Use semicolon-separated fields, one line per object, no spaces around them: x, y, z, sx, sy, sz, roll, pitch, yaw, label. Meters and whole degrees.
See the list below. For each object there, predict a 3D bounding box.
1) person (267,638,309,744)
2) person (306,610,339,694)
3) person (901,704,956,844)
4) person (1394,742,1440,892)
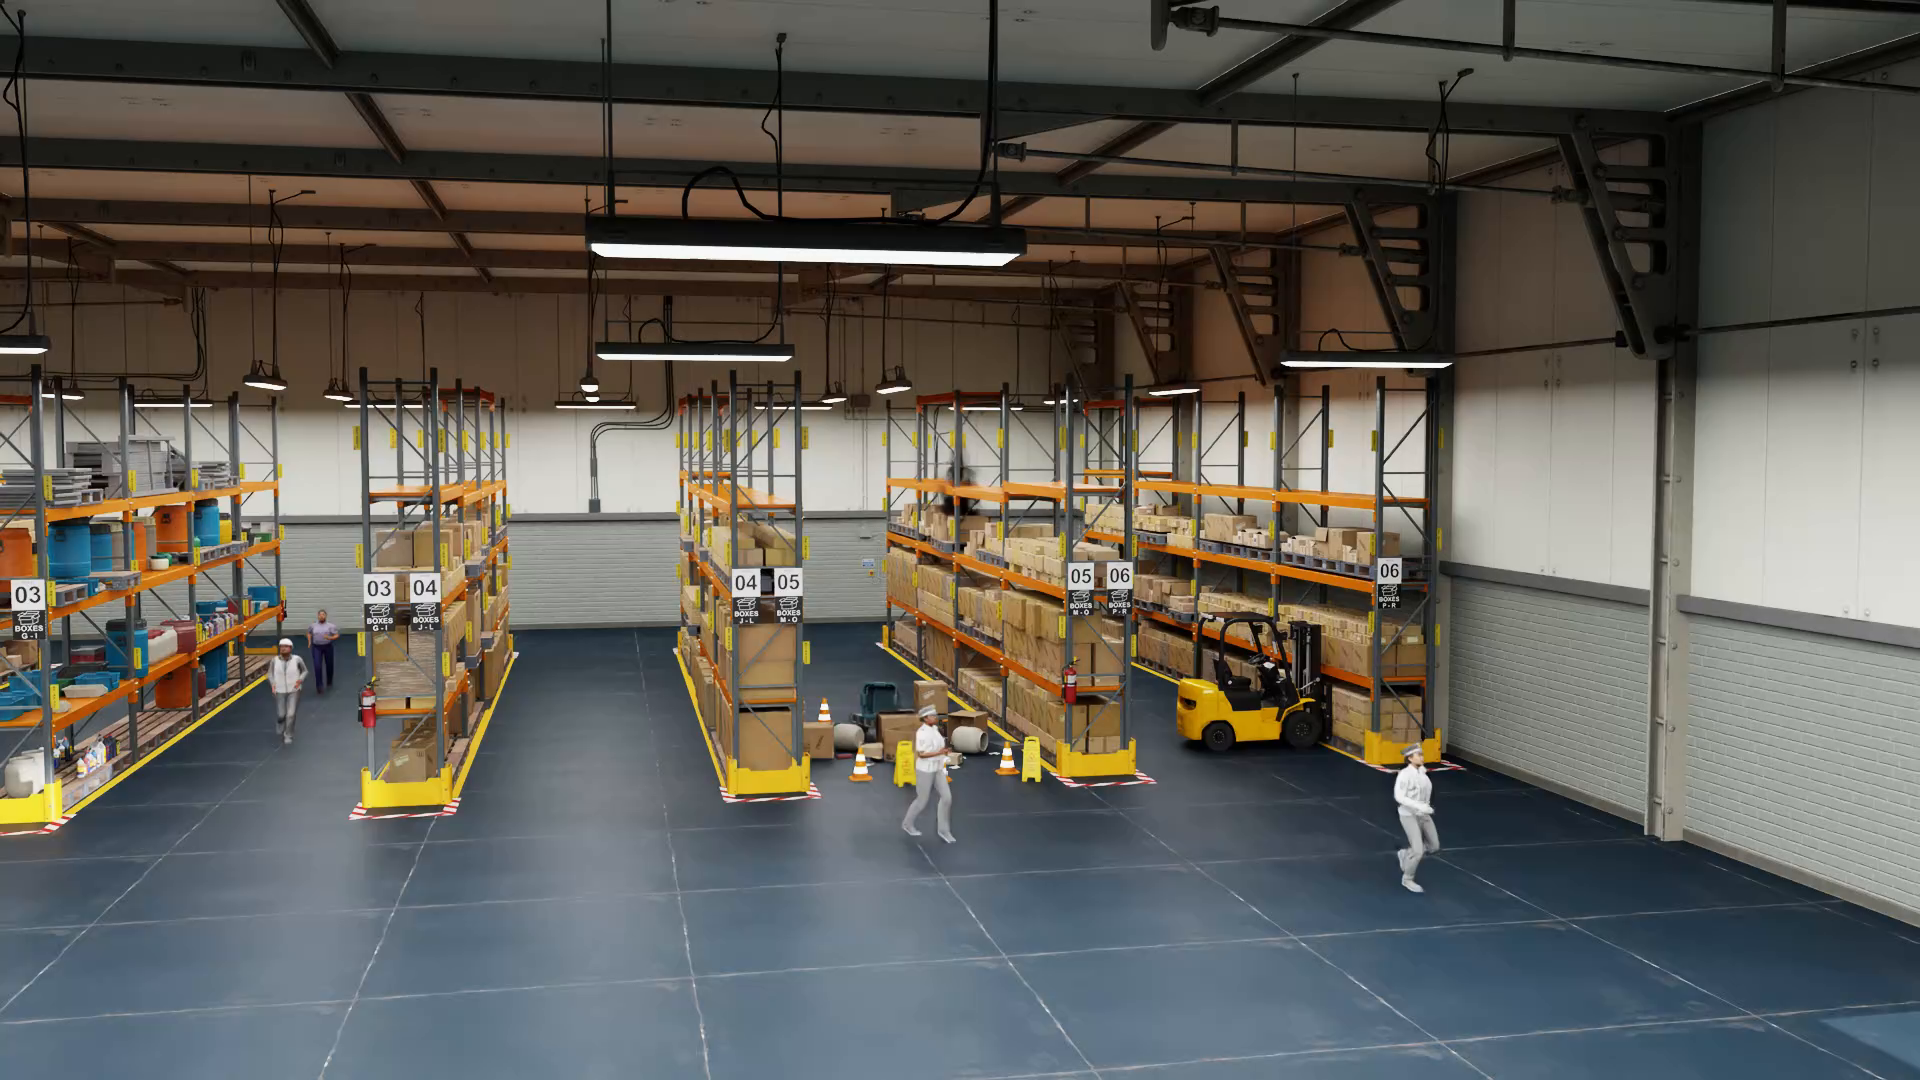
-11.151;2.499;27.606;0.658;1.746;0.631;-1;4;-16;person
-12.703;2.201;33.145;0.614;1.624;0.923;-1;4;-19;person
-0.391;2.914;20.765;0.742;1.755;0.560;2;4;33;person
5.094;3.073;18.528;0.658;1.665;0.537;-3;4;-40;person
